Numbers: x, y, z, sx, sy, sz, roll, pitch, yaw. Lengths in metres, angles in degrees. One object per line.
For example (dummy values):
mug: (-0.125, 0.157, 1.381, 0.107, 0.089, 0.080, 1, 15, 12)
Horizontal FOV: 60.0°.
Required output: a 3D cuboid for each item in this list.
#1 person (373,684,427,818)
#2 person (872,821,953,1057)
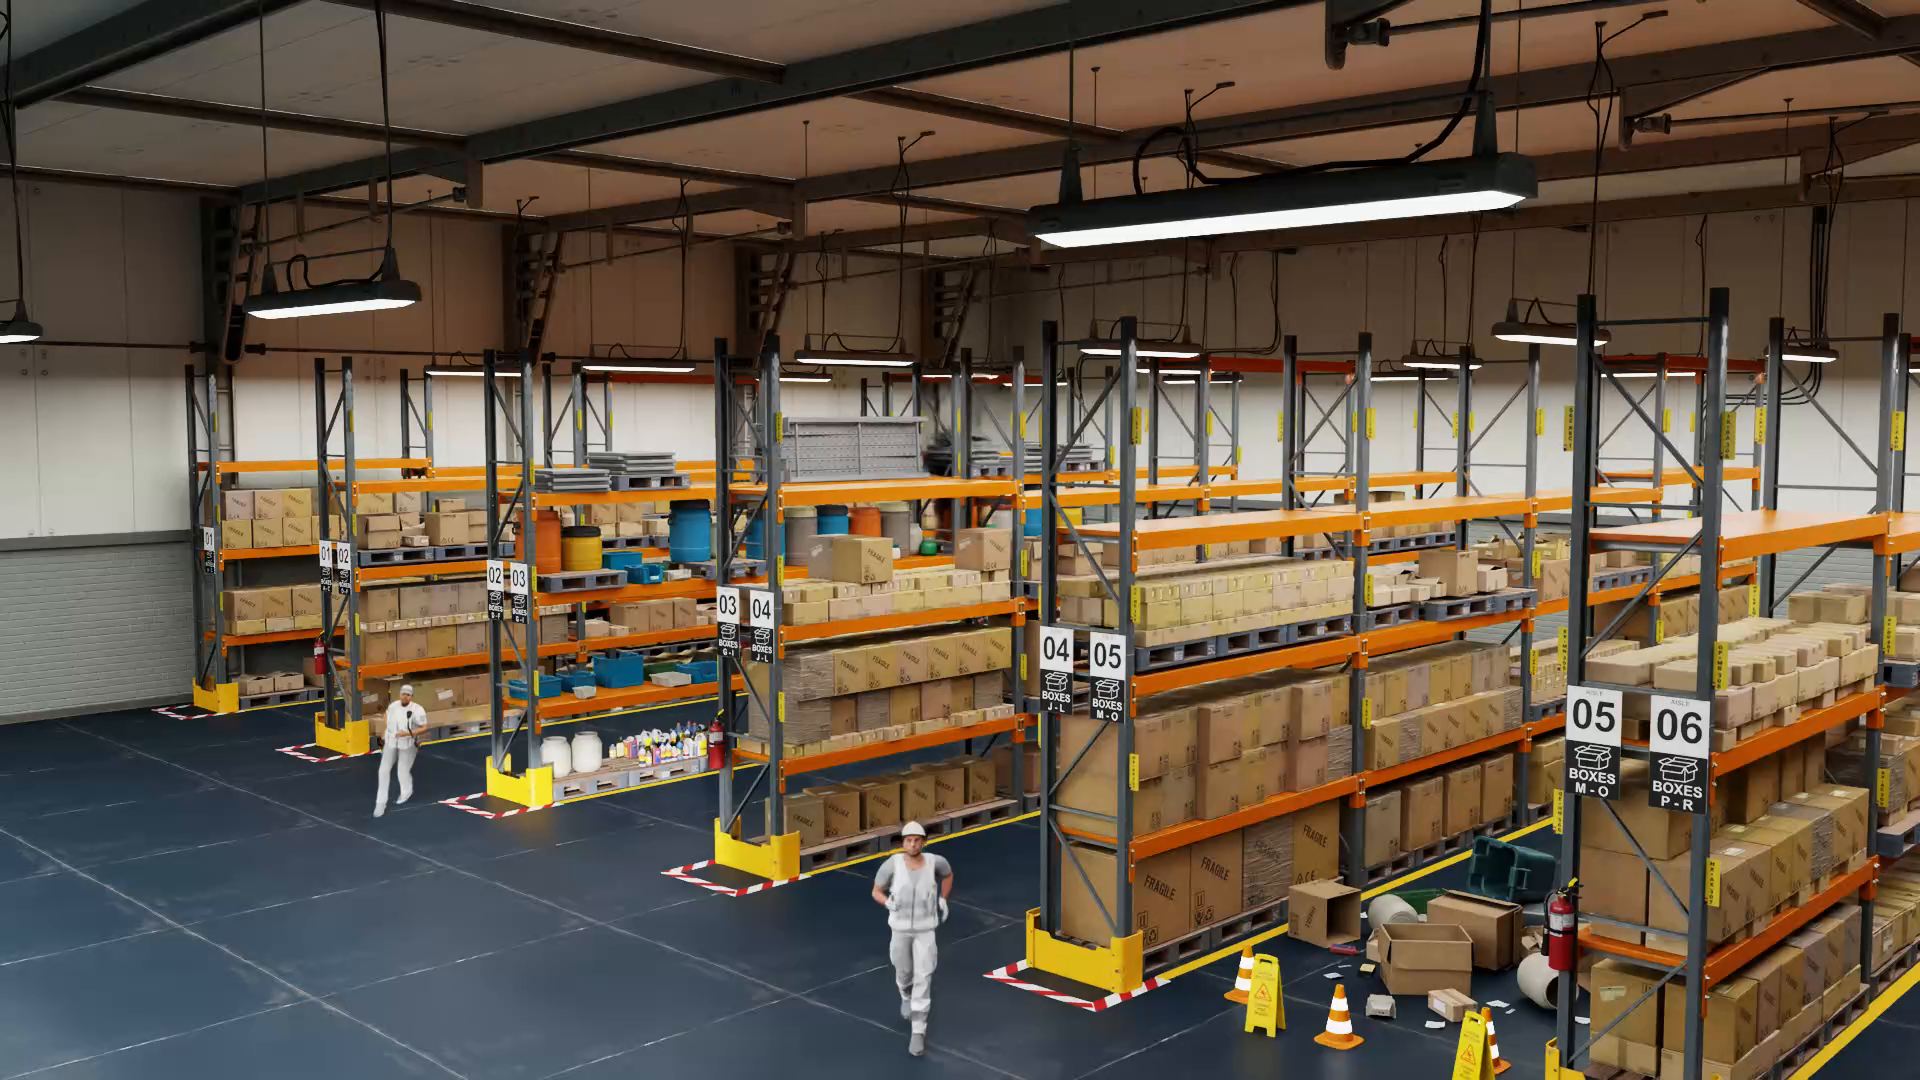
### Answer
person: (-7.230, 2.689, 21.609, 0.634, 1.649, 0.889, 0, 4, 0)
person: (-0.391, 3.188, 13.630, 0.659, 1.779, 1.021, 0, 4, 1)
